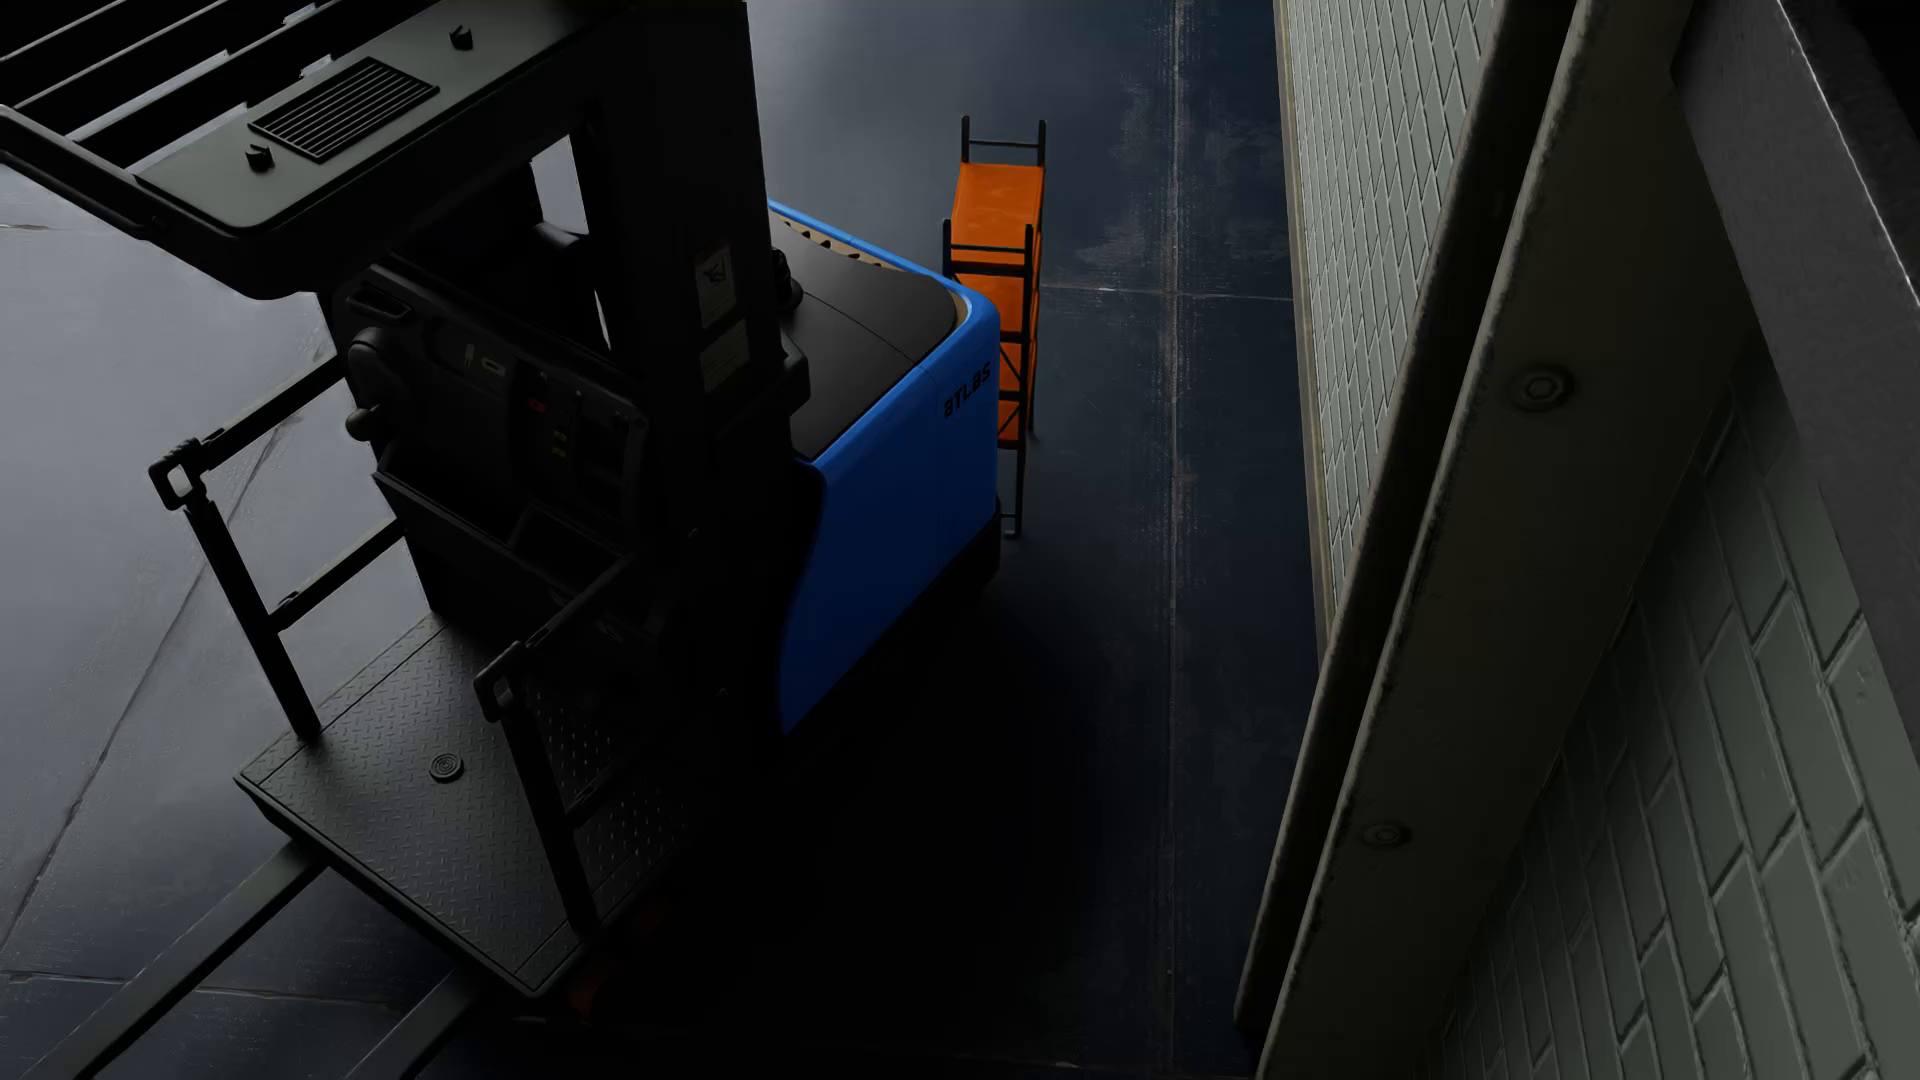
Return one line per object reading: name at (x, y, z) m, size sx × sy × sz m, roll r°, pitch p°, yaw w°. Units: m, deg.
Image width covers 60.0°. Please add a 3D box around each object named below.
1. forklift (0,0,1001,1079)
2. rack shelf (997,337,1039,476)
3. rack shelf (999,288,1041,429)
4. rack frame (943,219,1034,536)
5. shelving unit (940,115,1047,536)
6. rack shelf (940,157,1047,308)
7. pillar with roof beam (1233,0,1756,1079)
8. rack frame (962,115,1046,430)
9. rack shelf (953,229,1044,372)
forklift at (-1.138, -0.208, 3.454) m, size 1.130 × 2.935 × 3.031 m, roll 27°, pitch 53°, yaw 23°
rack shelf at (0.100, -0.431, 5.191) m, size 0.258 × 0.148 × 0.480 m, roll 4°, pitch 48°, yaw 4°
rack shelf at (0.100, -0.565, 5.045) m, size 0.258 × 0.148 × 0.480 m, roll 4°, pitch 48°, yaw 4°
rack frame at (0.074, -0.431, 4.831) m, size 0.240 × 1.200 × 0.015 m, roll 4°, pitch 48°, yaw 4°
shelving unit at (0.100, -0.610, 4.995) m, size 0.258 × 1.200 × 0.503 m, roll 4°, pitch 48°, yaw 4°
rack shelf at (0.100, -0.876, 4.705) m, size 0.258 × 0.148 × 0.480 m, roll 4°, pitch 48°, yaw 4°
pillar with roof beam at (-3.463, -2.003, 0.984) m, size 9.100 × 9.000 × 0.400 m, roll 4°, pitch 48°, yaw 4°
rack frame at (0.125, -0.790, 5.159) m, size 0.240 × 1.200 × 0.015 m, roll 4°, pitch 48°, yaw 4°
rack shelf at (0.100, -0.716, 4.880) m, size 0.258 × 0.148 × 0.480 m, roll 4°, pitch 48°, yaw 4°
